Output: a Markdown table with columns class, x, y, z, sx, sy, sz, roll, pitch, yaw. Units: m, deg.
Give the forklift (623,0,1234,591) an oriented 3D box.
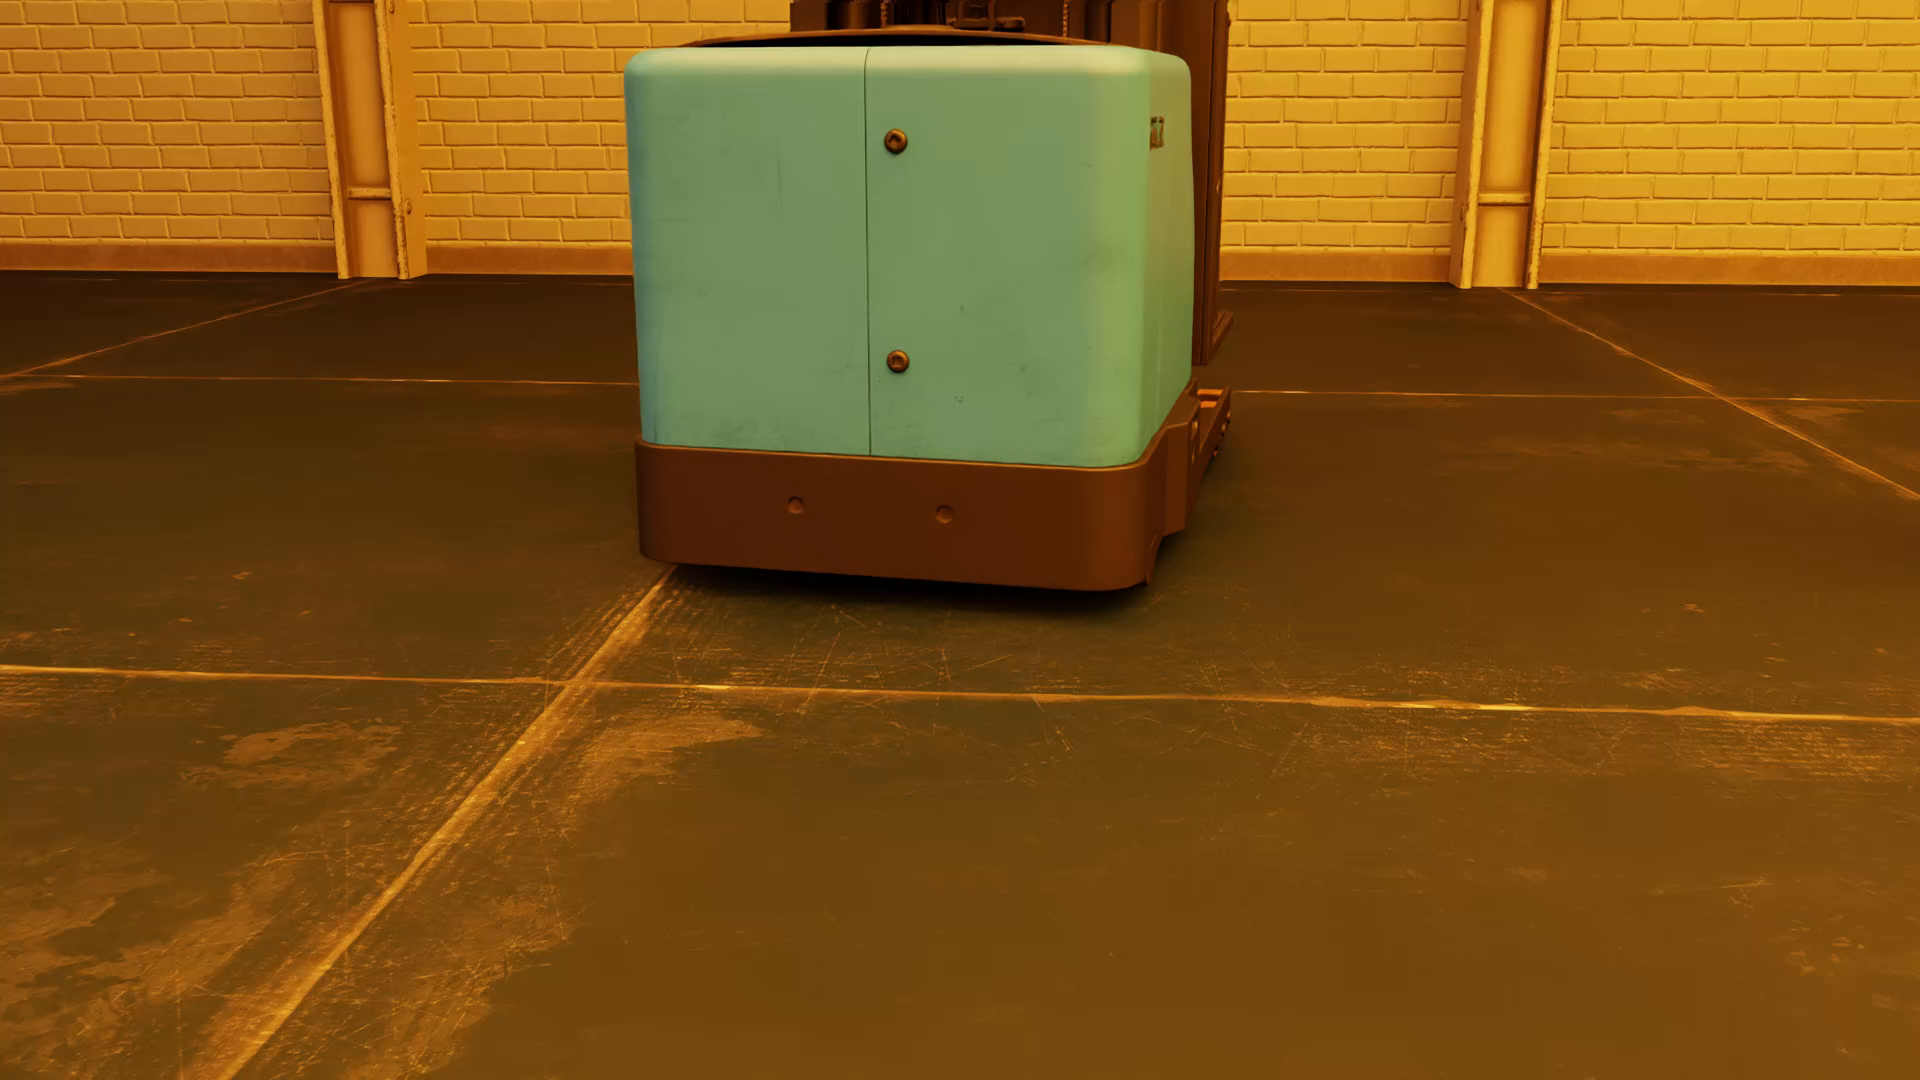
| class | x | y | z | sx | sy | sz | roll | pitch | yaw |
| --- | --- | --- | --- | --- | --- | --- | --- | --- | --- |
| forklift | 0.175 | -1.658 | 4.327 | 1.130 | 2.935 | 3.031 | 4 | 16 | 13 |
